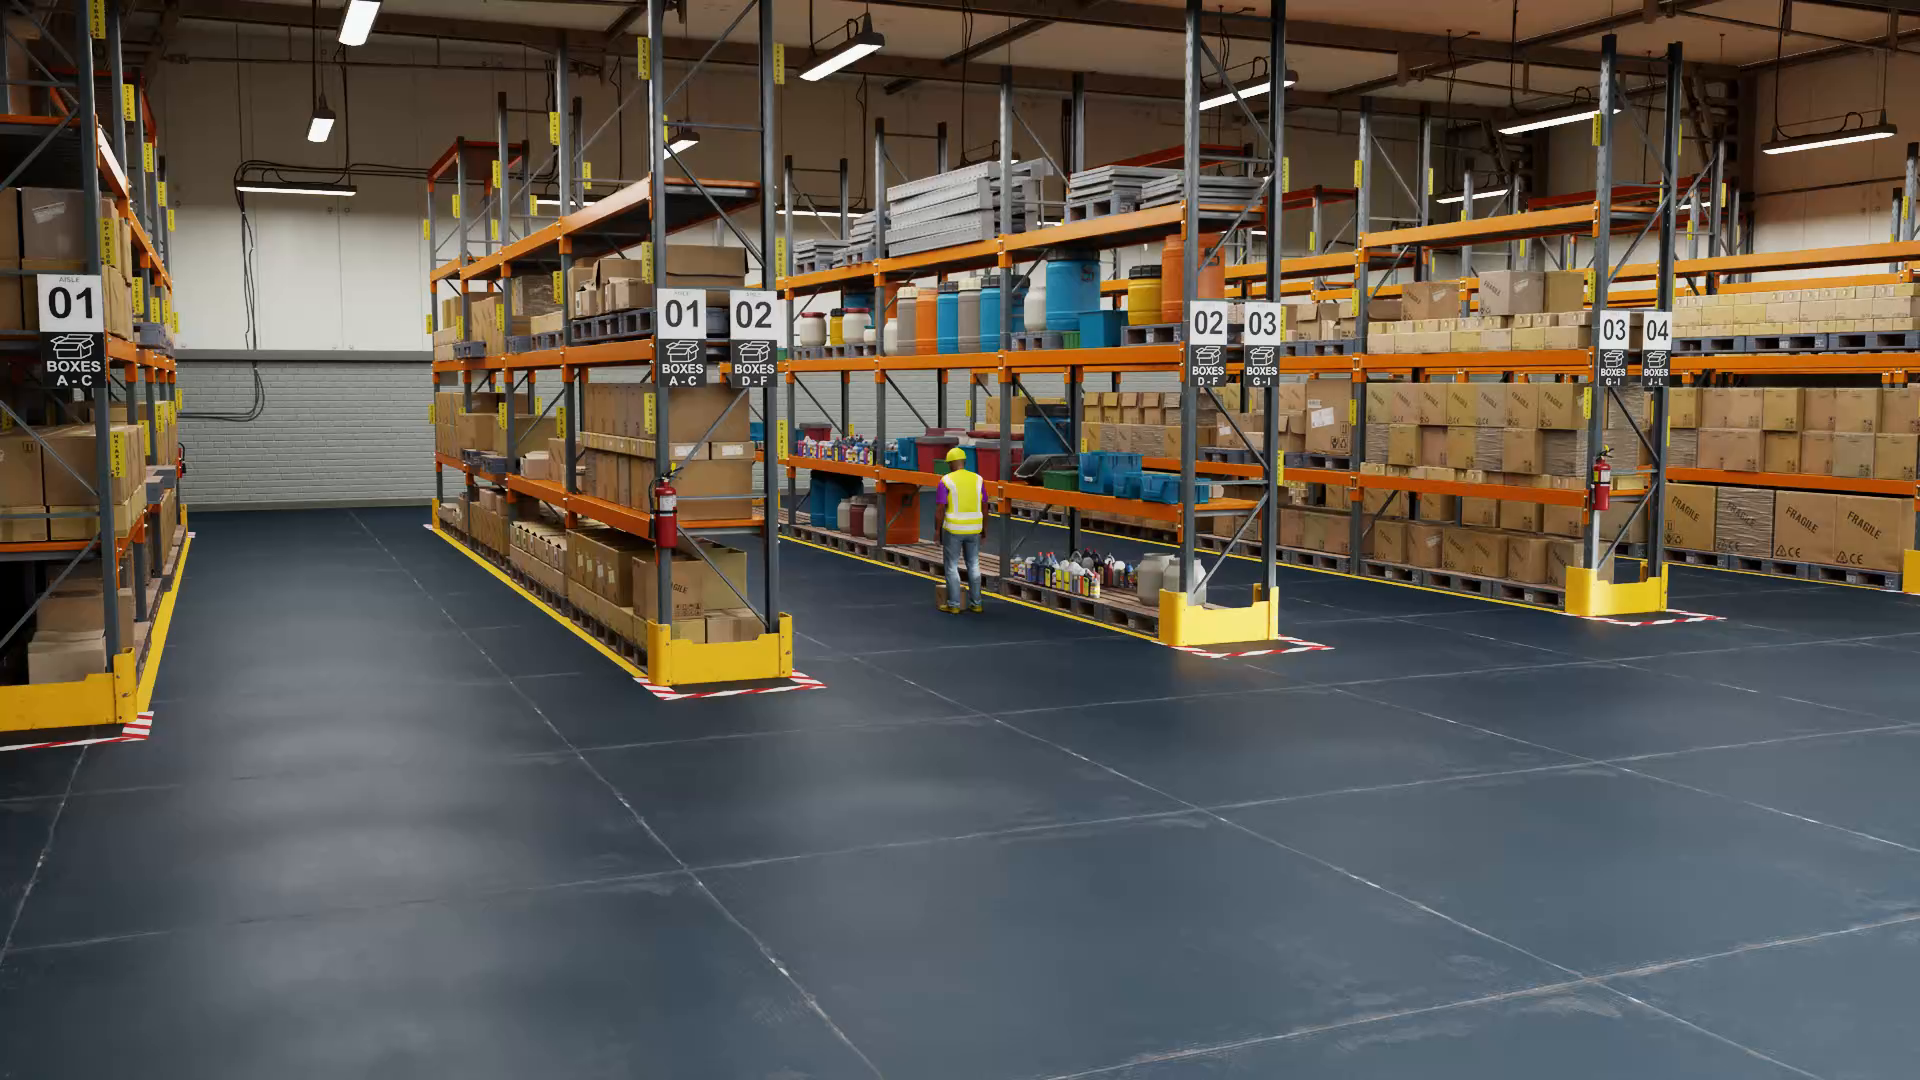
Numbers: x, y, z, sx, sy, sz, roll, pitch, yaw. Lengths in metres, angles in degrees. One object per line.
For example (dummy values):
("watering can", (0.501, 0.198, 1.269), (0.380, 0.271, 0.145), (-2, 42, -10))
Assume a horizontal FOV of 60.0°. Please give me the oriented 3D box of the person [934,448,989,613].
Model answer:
("person", (0.008, -0.107, 17.814), (0.625, 1.760, 0.459), (-2, 6, -24))
